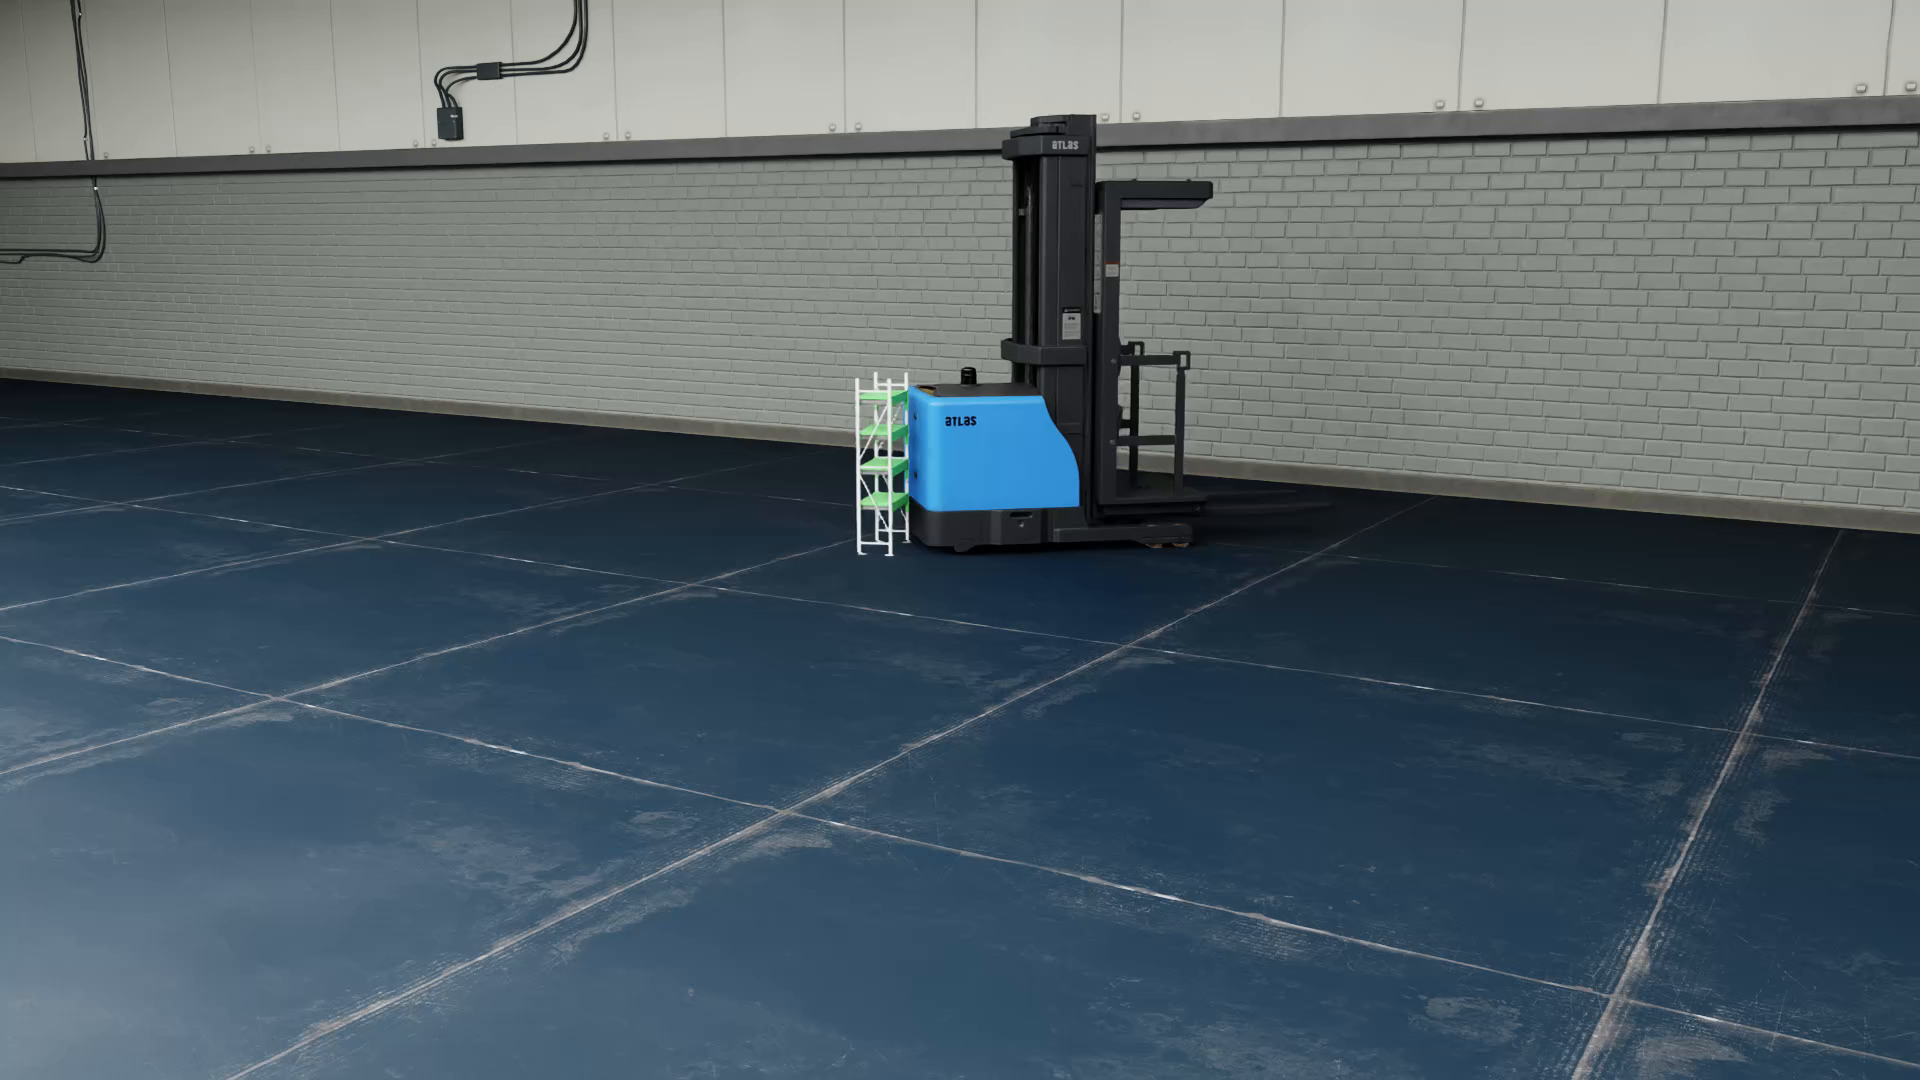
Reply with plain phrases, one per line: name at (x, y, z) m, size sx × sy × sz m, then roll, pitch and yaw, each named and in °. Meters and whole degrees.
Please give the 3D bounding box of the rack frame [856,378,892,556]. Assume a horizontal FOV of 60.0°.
rack frame at (-0.578, -0.485, 11.199) m, size 0.240 × 1.200 × 0.015 m, roll 2°, pitch 11°, yaw 11°

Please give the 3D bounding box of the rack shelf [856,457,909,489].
rack shelf at (-0.529, -0.466, 11.445) m, size 0.258 × 0.148 × 0.480 m, roll 2°, pitch 11°, yaw 11°

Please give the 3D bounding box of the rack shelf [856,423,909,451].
rack shelf at (-0.529, -0.702, 11.401) m, size 0.258 × 0.148 × 0.480 m, roll 2°, pitch 11°, yaw 11°

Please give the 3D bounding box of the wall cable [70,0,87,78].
wall cable at (-10.804, -7.403, 21.669) m, size 3.097 × 2.526 × 0.112 m, roll 6°, pitch 12°, yaw 31°

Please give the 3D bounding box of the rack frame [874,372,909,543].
rack frame at (-0.480, -0.573, 11.669) m, size 0.240 × 1.200 × 0.015 m, roll 2°, pitch 11°, yaw 11°

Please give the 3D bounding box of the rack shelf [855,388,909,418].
rack shelf at (-0.529, -0.938, 11.357) m, size 0.258 × 0.148 × 0.480 m, roll 2°, pitch 11°, yaw 11°

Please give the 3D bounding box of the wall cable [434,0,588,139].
wall cable at (-5.011, -7.467, 18.057) m, size 2.305 × 6.003 × 0.169 m, roll 6°, pitch 12°, yaw 31°

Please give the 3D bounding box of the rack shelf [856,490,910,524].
rack shelf at (-0.529, -0.230, 11.490) m, size 0.258 × 0.148 × 0.480 m, roll 2°, pitch 11°, yaw 11°

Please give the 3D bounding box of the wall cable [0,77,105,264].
wall cable at (-13.116, -5.179, 23.514) m, size 3.097 × 2.526 × 0.112 m, roll 6°, pitch 12°, yaw 31°

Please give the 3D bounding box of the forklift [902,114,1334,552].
forklift at (1.151, -1.474, 11.778) m, size 3.031 × 2.935 × 1.130 m, roll -2°, pitch 11°, yaw -12°

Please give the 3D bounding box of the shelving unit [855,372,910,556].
shelving unit at (-0.529, -0.529, 11.434) m, size 0.258 × 1.200 × 0.503 m, roll 2°, pitch 11°, yaw 11°
